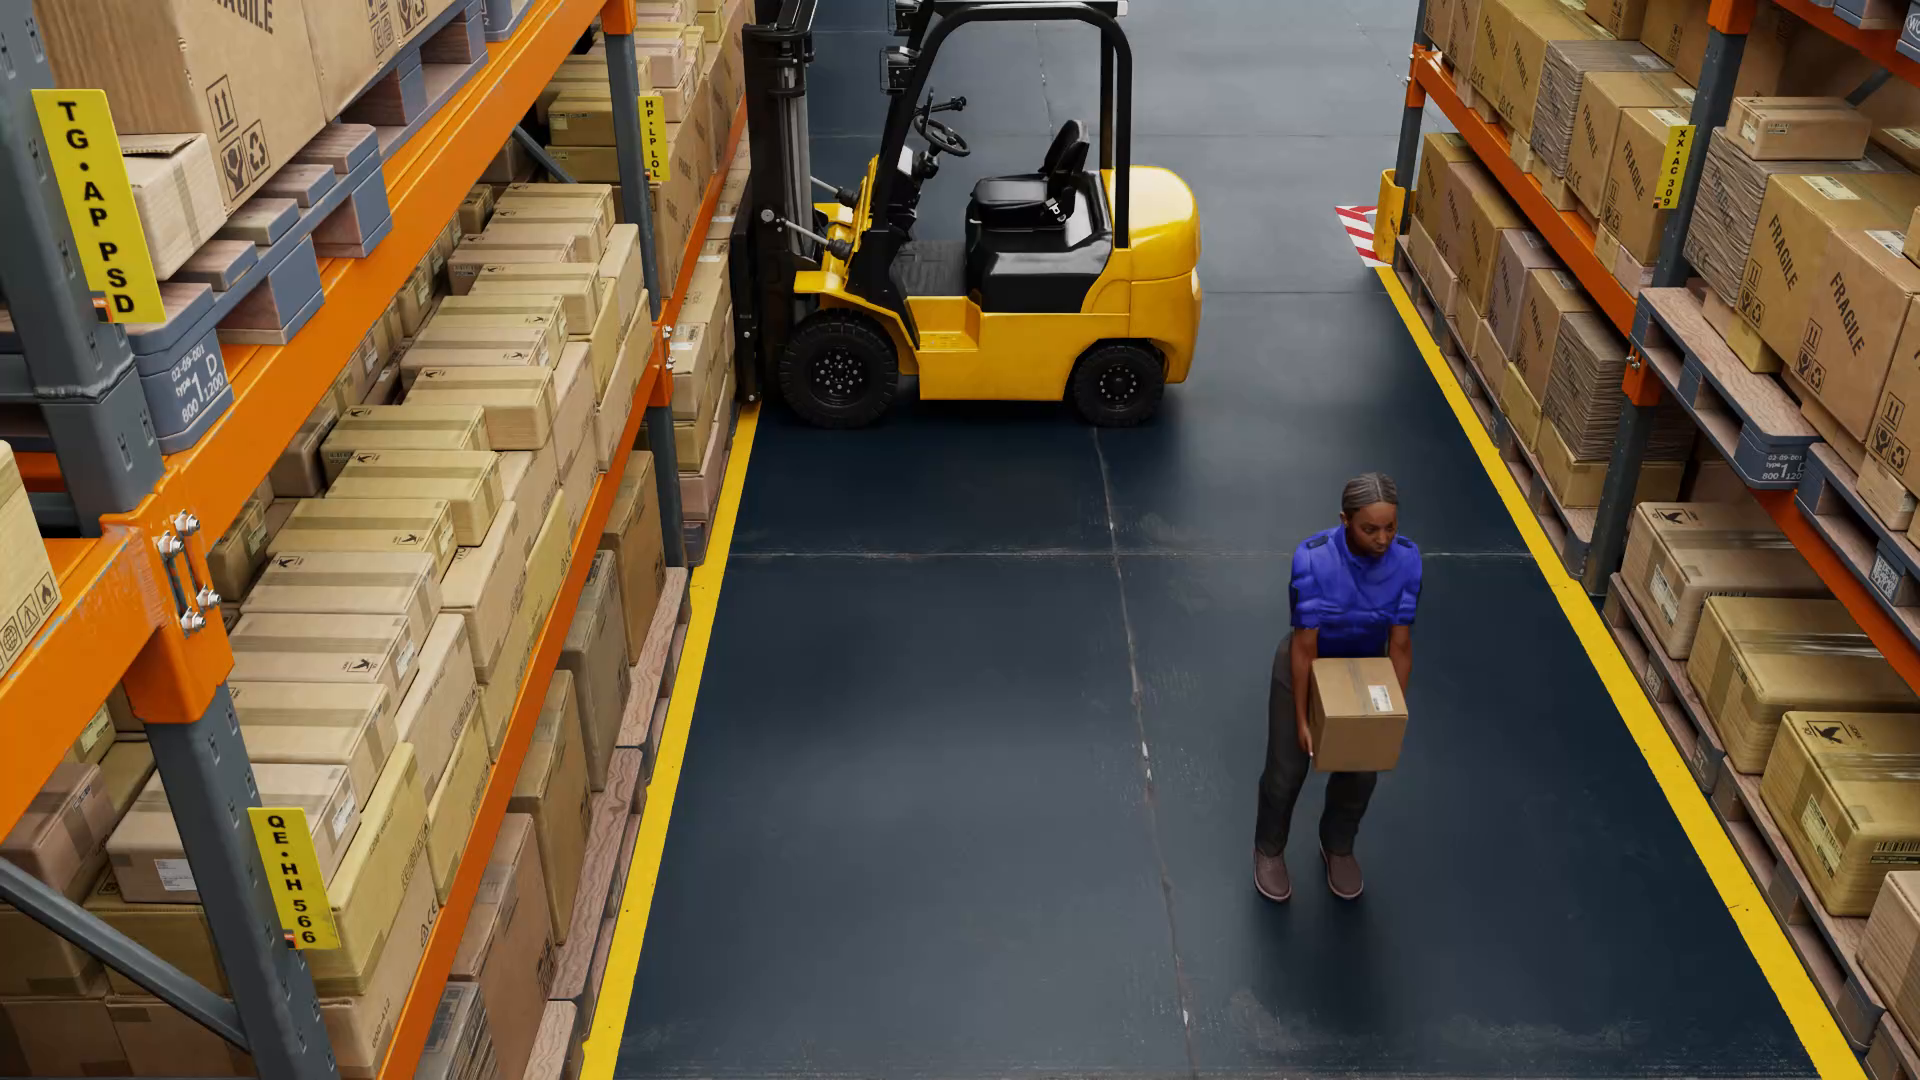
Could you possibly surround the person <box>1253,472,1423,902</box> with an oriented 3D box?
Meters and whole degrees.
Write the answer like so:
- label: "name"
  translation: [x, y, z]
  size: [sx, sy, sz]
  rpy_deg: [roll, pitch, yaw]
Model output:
- label: "person"
  translation: [1.221, 0.508, 5.336]
  size: [0.411, 1.648, 0.528]
  rpy_deg: [-1, 32, -1]
